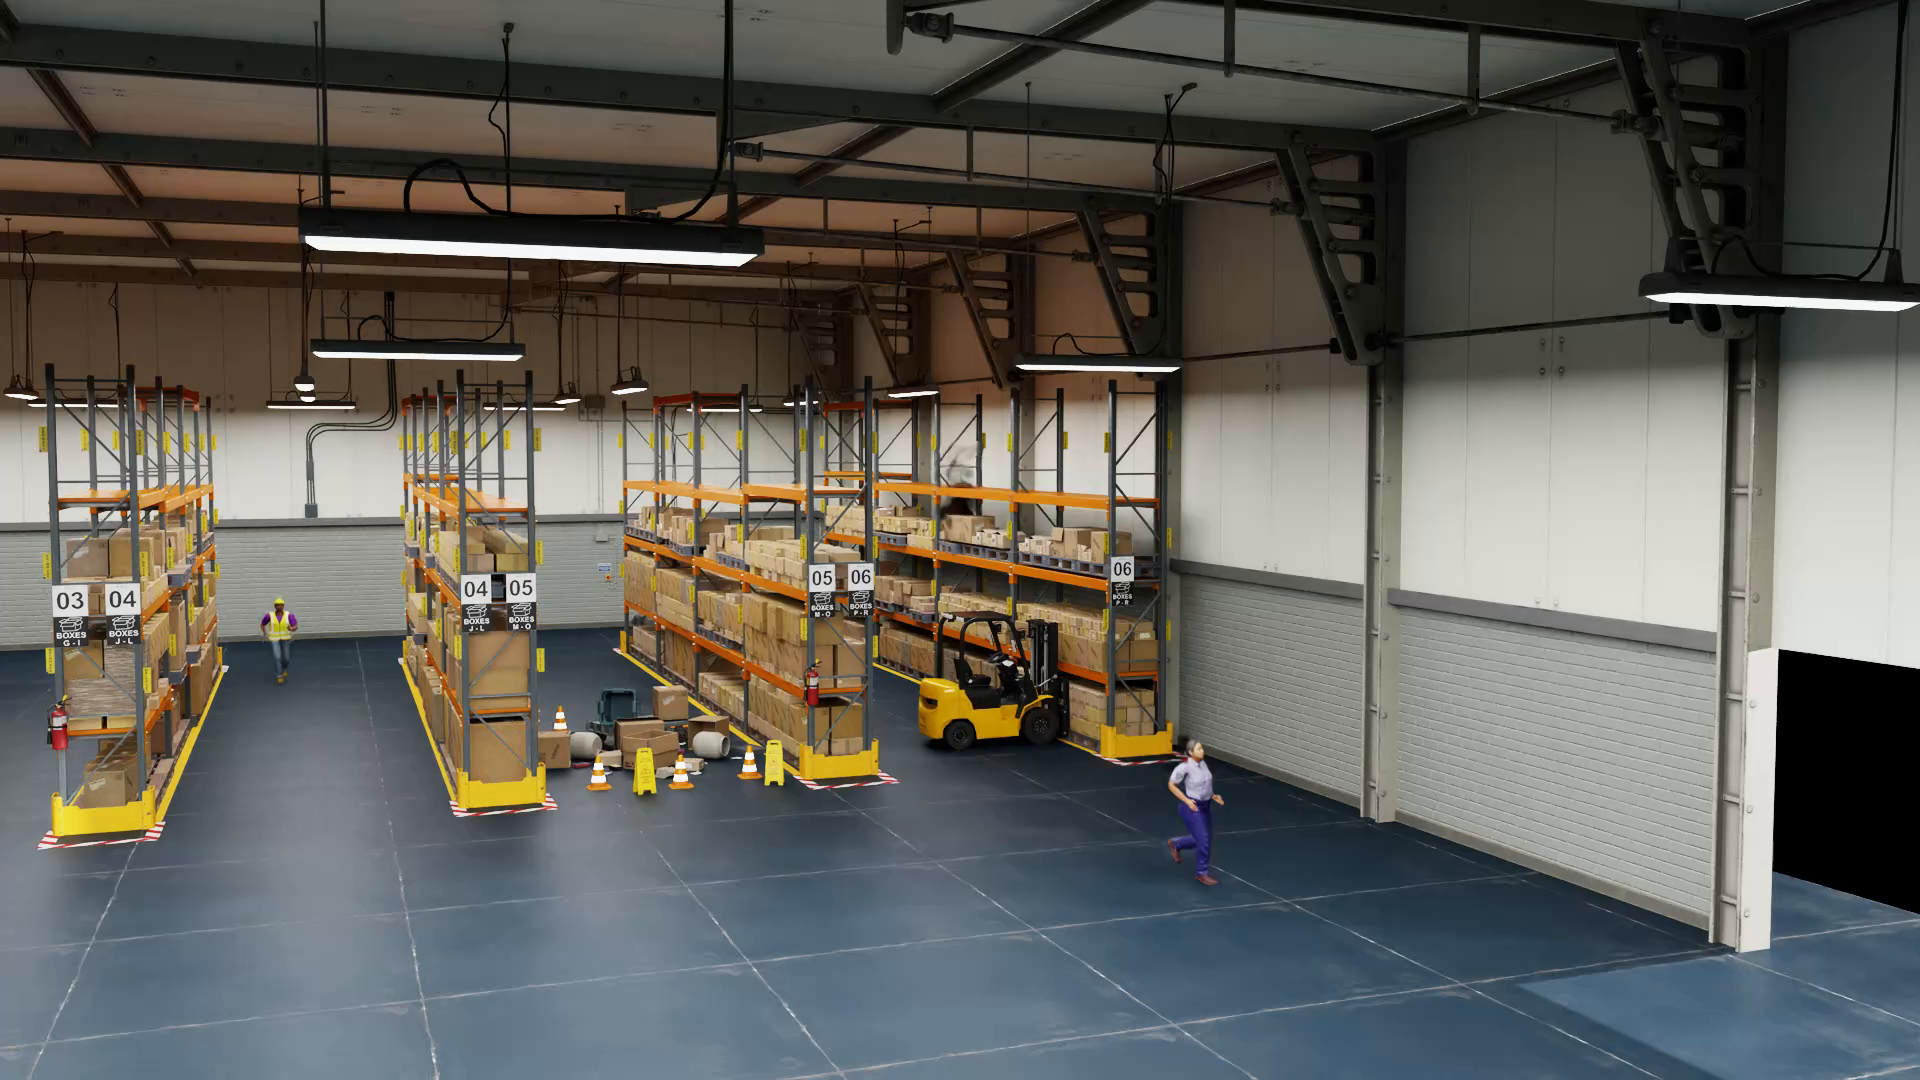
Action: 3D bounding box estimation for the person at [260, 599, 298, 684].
[{"bbox_3d":[-14.201,2.092,34.723,0.712,1.747,0.932,-2,4,-28],"label":"person"}]

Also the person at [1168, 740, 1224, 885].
[{"bbox_3d":[2.669,3.082,19.044,0.703,1.602,0.607,3,4,41],"label":"person"}]

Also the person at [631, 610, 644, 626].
[{"bbox_3d":[-7.913,1.809,41.149,0.626,1.555,0.634,1,3,10],"label":"person"}]
